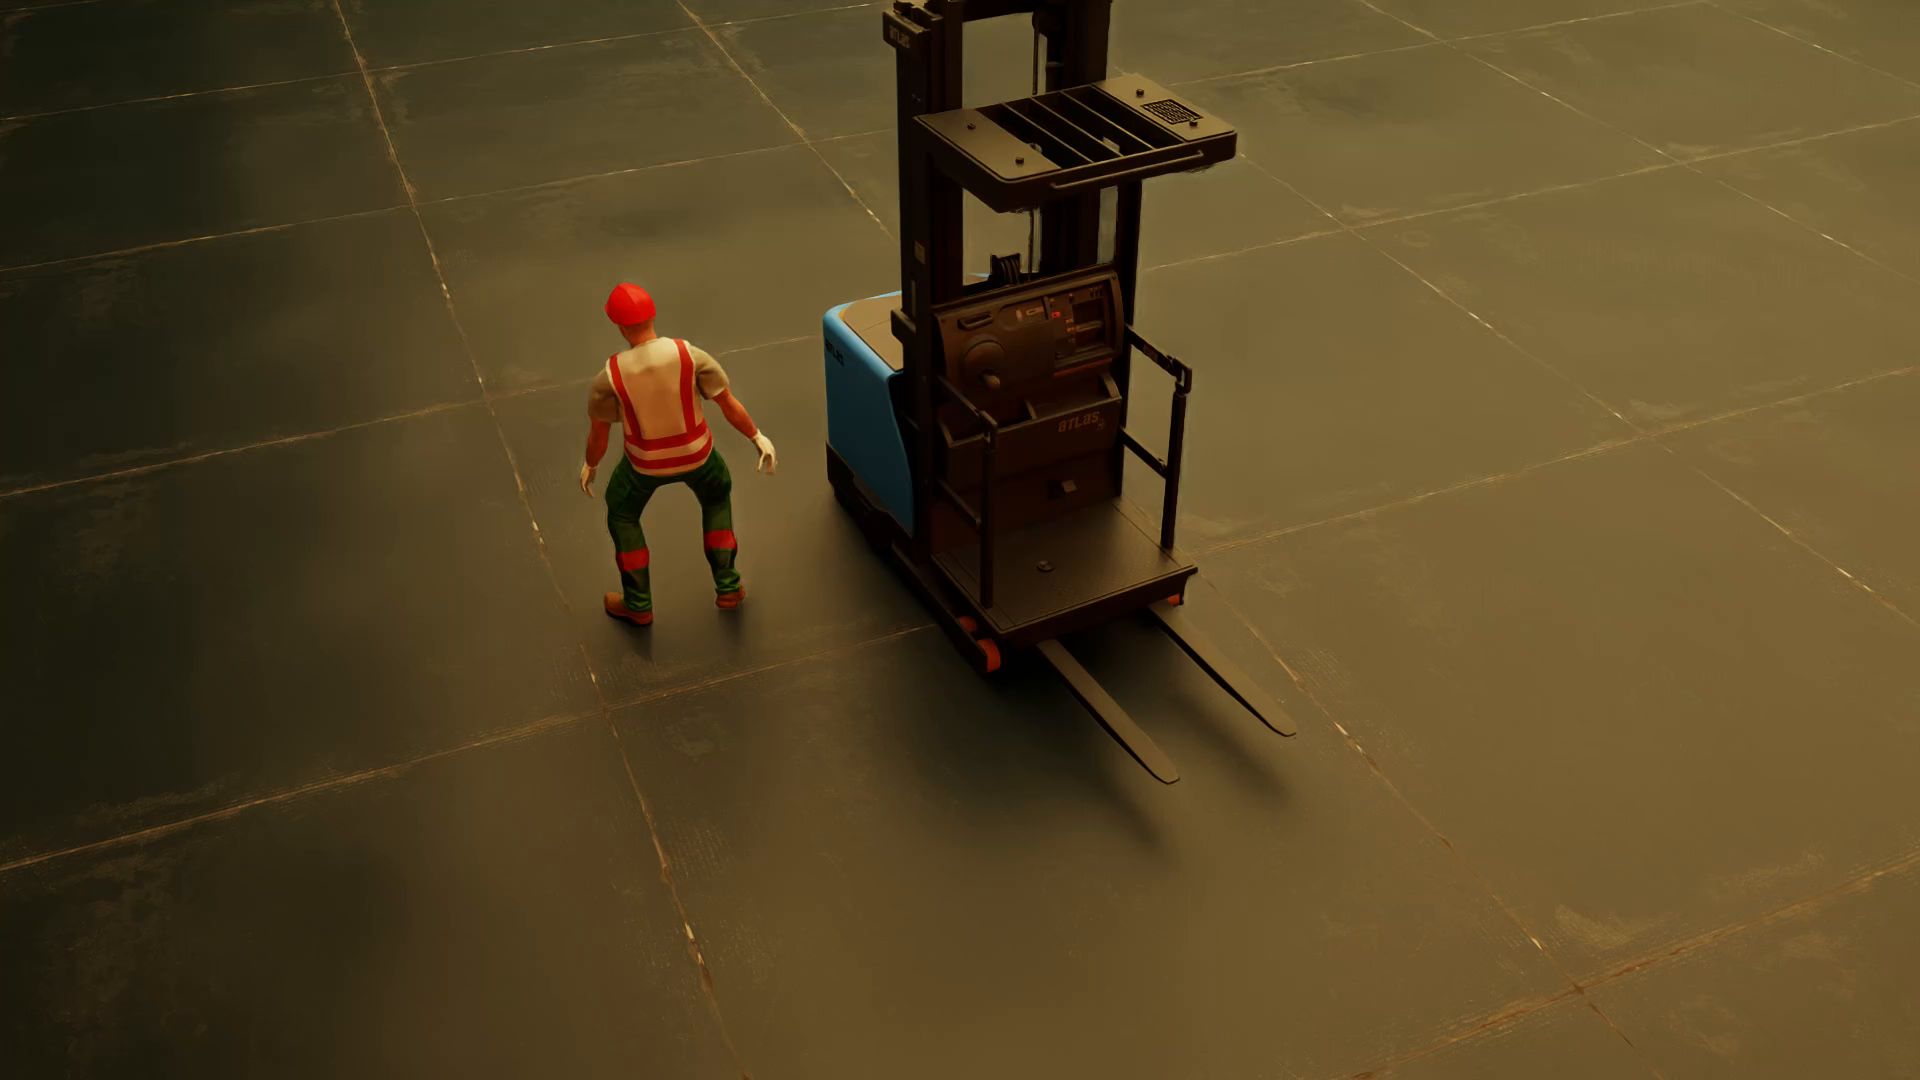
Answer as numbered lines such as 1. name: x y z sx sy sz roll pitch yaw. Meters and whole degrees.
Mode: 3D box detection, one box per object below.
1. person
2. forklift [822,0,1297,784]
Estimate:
1. person: -1.311 -0.387 7.691 0.911 1.702 0.484 -7 36 -9
2. forklift: 0.429 -0.874 7.327 1.130 2.935 3.031 -17 39 -23
